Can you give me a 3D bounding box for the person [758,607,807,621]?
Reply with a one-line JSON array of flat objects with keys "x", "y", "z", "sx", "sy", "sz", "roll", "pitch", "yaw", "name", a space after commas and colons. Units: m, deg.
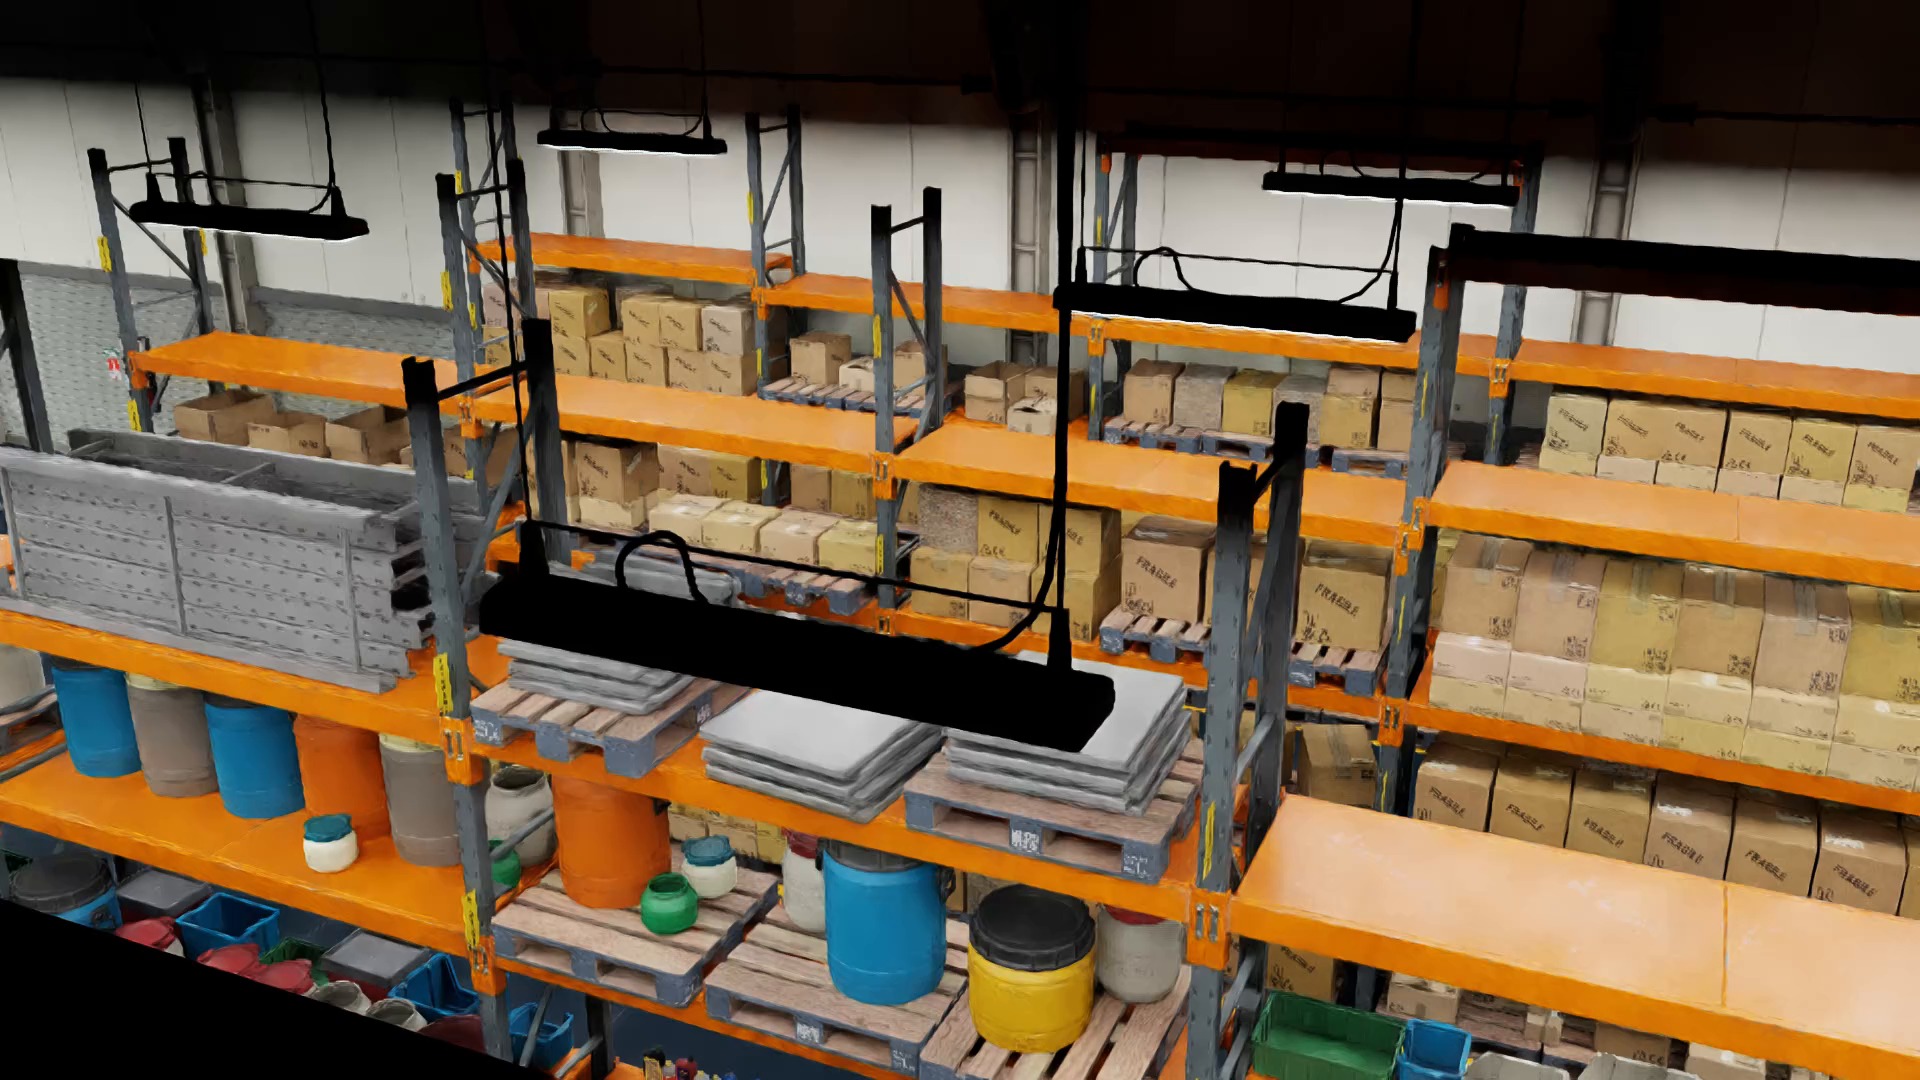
[{"x": -1.896, "y": 1.020, "z": 17.523, "sx": 1.031, "sy": 1.715, "sz": 0.539, "roll": 13, "pitch": 24, "yaw": 30, "name": "person"}]
